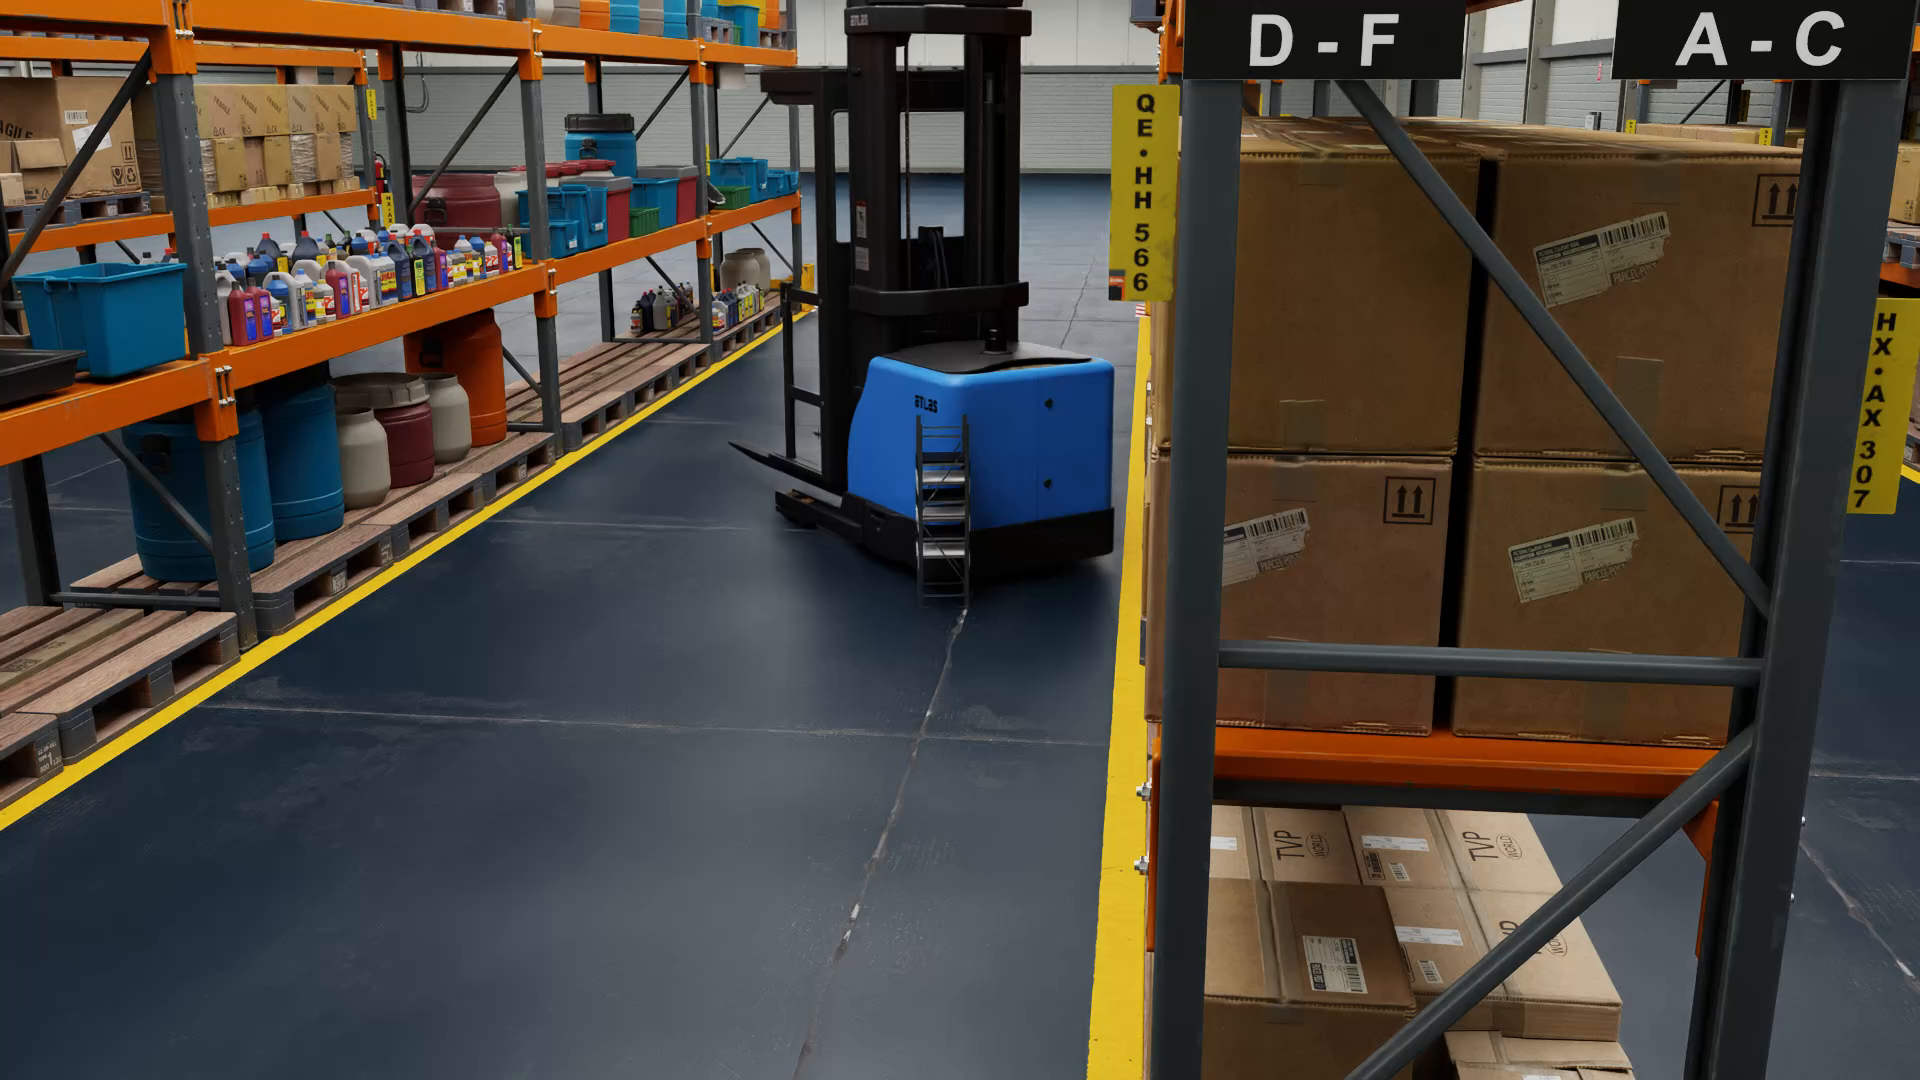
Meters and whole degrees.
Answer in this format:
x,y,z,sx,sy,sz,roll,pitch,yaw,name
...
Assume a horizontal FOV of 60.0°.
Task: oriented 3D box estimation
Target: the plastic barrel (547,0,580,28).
x,y,z,sx,sy,sz,roll,pitch,yaw,name
-2.880,-3.914,11.185,0.600,0.901,0.600,0,15,0,plastic barrel

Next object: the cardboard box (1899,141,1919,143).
x,y,z,sx,sy,sz,roll,pitch,yaw,name
6.945,-2.748,12.545,0.700,0.500,0.500,3,15,12,cardboard box

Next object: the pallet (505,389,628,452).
x,y,z,sx,sy,sz,roll,pitch,yaw,name
-3.062,-0.872,11.981,1.003,0.211,1.213,2,15,6,pallet

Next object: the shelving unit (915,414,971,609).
x,y,z,sx,sy,sz,roll,pitch,yaw,name
-0.082,-0.135,7.938,0.258,0.900,0.210,-1,15,-3,shelving unit

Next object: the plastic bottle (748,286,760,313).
x,y,z,sx,sy,sz,roll,pitch,yaw,name
-2.113,-2.436,16.801,0.152,0.276,0.135,2,15,7,plastic bottle

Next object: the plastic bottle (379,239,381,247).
x,y,z,sx,sy,sz,roll,pitch,yaw,name
-3.609,-1.765,10.322,0.097,0.201,0.097,0,15,0,plastic bottle

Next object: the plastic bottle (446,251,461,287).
x,y,z,sx,sy,sz,roll,pitch,yaw,name
-2.933,-1.564,9.579,0.097,0.201,0.097,0,15,0,plastic bottle

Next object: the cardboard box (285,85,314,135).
x,y,z,sx,sy,sz,roll,pitch,yaw,name
-7.133,-4.504,17.394,0.500,0.500,0.500,2,15,6,cardboard box

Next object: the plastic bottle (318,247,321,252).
x,y,z,sx,sy,sz,roll,pitch,yaw,name
-3.703,-1.584,9.520,0.097,0.271,0.097,0,15,0,plastic bottle

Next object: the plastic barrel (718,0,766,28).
x,y,z,sx,sy,sz,roll,pitch,yaw,name
-2.288,-5.535,16.973,0.600,0.588,0.600,0,15,0,plastic barrel

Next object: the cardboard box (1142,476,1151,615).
x,y,z,sx,sy,sz,roll,pitch,yaw,name
1.053,0.024,7.272,0.500,0.500,0.500,2,15,6,cardboard box

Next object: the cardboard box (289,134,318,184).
x,y,z,sx,sy,sz,roll,pitch,yaw,name
-7.333,-4.027,17.547,0.875,0.500,0.500,2,15,6,cardboard box

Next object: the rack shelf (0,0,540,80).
x,y,z,sx,sy,sz,roll,pitch,yaw,name
-3.414,-2.600,8.662,1.077,0.370,4.000,2,15,6,rack shelf

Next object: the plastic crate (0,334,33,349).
x,y,z,sx,sy,sz,roll,pitch,yaw,name
-3.834,-0.766,6.637,0.396,0.136,0.243,2,15,6,plastic crate

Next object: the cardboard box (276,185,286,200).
x,y,z,sx,sy,sz,roll,pitch,yaw,name
-7.196,-3.582,17.145,0.380,0.149,0.250,2,15,6,cardboard box

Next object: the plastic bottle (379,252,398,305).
x,y,z,sx,sy,sz,roll,pitch,yaw,name
-3.027,-1.382,8.773,0.097,0.271,0.097,0,15,0,plastic bottle

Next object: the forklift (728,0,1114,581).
x,y,z,sx,sy,sz,roll,pitch,yaw,name
-0.407,-1.545,9.262,1.130,2.935,3.031,-9,18,-31,forklift

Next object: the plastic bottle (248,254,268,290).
x,y,z,sx,sy,sz,roll,pitch,yaw,name
-3.651,-1.352,8.661,0.097,0.271,0.097,0,15,0,plastic bottle

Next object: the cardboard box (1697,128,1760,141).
x,y,z,sx,sy,sz,roll,pitch,yaw,name
6.971,-3.454,15.003,0.500,0.500,0.500,1,15,5,cardboard box

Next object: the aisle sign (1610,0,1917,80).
x,y,z,sx,sy,sz,roll,pitch,yaw,name
1.115,-1.025,2.225,0.394,0.787,0.004,2,15,6,aisle sign

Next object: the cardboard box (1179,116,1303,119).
x,y,z,sx,sy,sz,roll,pitch,yaw,name
0.949,-1.251,5.933,0.500,0.500,0.500,2,15,8,cardboard box

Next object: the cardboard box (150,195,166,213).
x,y,z,sx,sy,sz,roll,pitch,yaw,name
-7.335,-3.127,15.460,0.380,0.149,0.250,2,15,6,cardboard box

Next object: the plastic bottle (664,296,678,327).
x,y,z,sx,sy,sz,roll,pitch,yaw,name
-2.779,-2.180,15.854,0.152,0.276,0.135,2,15,6,plastic bottle

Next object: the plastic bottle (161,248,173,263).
x,y,z,sx,sy,sz,roll,pitch,yaw,name
-3.840,-1.253,8.142,0.144,0.351,0.185,2,15,6,plastic bottle

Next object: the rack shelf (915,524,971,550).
x,y,z,sx,sy,sz,roll,pitch,yaw,name
-0.082,-0.016,7.970,0.258,0.077,0.200,-1,15,-3,rack shelf

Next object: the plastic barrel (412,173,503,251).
x,y,z,sx,sy,sz,roll,pitch,yaw,name
-3.437,-2.213,11.338,0.600,0.536,0.708,2,15,6,plastic barrel

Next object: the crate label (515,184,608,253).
x,y,z,sx,sy,sz,roll,pitch,yaw,name
-2.807,-2.285,11.797,0.502,0.435,0.616,2,15,6,crate label

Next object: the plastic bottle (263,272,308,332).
x,y,z,sx,sy,sz,roll,pitch,yaw,name
-3.167,-1.124,7.811,0.152,0.276,0.135,2,15,6,plastic bottle

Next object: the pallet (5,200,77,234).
x,y,z,sx,sy,sz,roll,pitch,yaw,name
-7.927,-2.586,13.346,1.003,0.211,1.213,2,15,6,pallet

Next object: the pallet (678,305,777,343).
x,y,z,sx,sy,sz,roll,pitch,yaw,name
-2.484,-2.199,16.892,1.003,0.211,1.213,2,15,6,pallet

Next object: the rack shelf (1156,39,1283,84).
x,y,z,sx,sy,sz,roll,pitch,yaw,name
2.410,-4.528,15.792,1.077,0.370,4.000,2,15,6,rack shelf

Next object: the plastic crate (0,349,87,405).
x,y,z,sx,sy,sz,roll,pitch,yaw,name
-3.499,-0.578,5.967,0.437,0.125,0.590,2,15,6,plastic crate

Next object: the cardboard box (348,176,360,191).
x,y,z,sx,sy,sz,roll,pitch,yaw,name
-7.034,-4.037,18.828,0.380,0.149,0.250,2,15,6,cardboard box

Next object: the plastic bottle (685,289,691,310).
x,y,z,sx,sy,sz,roll,pitch,yaw,name
-2.811,-2.466,17.055,0.097,0.201,0.097,0,15,0,plastic bottle

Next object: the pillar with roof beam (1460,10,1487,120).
x,y,z,sx,sy,sz,roll,pitch,yaw,name
6.092,-11.285,33.657,9.100,9.000,0.400,2,15,6,pillar with roof beam

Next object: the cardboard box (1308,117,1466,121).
x,y,z,sx,sy,sz,roll,pitch,yaw,name
1.482,-1.226,5.841,0.500,0.500,0.500,2,15,7,cardboard box

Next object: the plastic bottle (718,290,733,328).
x,y,z,sx,sy,sz,roll,pitch,yaw,name
-2.233,-2.186,15.732,0.144,0.351,0.185,2,15,8,plastic bottle

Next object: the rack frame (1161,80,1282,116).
x,y,z,sx,sy,sz,roll,pitch,yaw,name
2.185,-2.908,14.172,1.000,3.000,0.127,2,15,6,rack frame

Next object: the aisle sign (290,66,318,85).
x,y,z,sx,sy,sz,roll,pitch,yaw,name
-7.498,-5.518,18.844,0.394,0.787,0.004,2,15,6,aisle sign

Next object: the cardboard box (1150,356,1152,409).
x,y,z,sx,sy,sz,roll,pitch,yaw,name
0.954,-0.758,6.026,0.500,0.500,0.500,2,15,8,cardboard box

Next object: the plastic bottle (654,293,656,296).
x,y,z,sx,sy,sz,roll,pitch,yaw,name
-2.952,-2.225,16.006,0.061,0.283,0.133,3,15,10,plastic bottle

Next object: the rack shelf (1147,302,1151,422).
x,y,z,sx,sy,sz,roll,pitch,yaw,name
1.507,-1.005,8.510,1.077,0.370,4.000,2,15,6,rack shelf

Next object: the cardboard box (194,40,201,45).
x,y,z,sx,sy,sz,roll,pitch,yaw,name
-7.353,-4.686,15.286,0.500,0.250,0.500,1,15,4,cardboard box

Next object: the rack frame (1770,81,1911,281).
x,y,z,sx,sy,sz,roll,pitch,yaw,name
7.107,-2.763,13.635,1.000,3.000,0.127,2,15,6,rack frame

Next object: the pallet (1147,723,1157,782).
x,y,z,sx,sy,sz,roll,pitch,yaw,name
1.203,0.691,6.204,1.003,0.211,1.213,2,15,6,pallet

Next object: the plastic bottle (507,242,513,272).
x,y,z,sx,sy,sz,roll,pitch,yaw,name
-2.841,-1.775,10.361,0.097,0.201,0.097,0,15,0,plastic bottle

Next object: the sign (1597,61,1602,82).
x,y,z,sx,sy,sz,roll,pitch,yaw,name
9.433,-6.908,24.522,0.001,0.298,0.199,2,15,6,sign

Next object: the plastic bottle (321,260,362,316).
x,y,z,sx,sy,sz,roll,pitch,yaw,name
-3.104,-1.270,8.348,0.152,0.276,0.135,2,15,6,plastic bottle

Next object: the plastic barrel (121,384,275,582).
x,y,z,sx,sy,sz,roll,pitch,yaw,name
-3.561,-0.311,7.780,0.600,0.901,0.708,2,15,6,plastic barrel

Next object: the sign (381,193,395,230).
x,y,z,sx,sy,sz,roll,pitch,yaw,name
-3.736,-2.111,10.910,0.100,0.325,0.005,2,15,6,sign

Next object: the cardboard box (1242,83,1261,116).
x,y,z,sx,sy,sz,roll,pitch,yaw,name
2.228,-3.698,14.415,0.700,0.500,0.500,2,15,7,cardboard box
